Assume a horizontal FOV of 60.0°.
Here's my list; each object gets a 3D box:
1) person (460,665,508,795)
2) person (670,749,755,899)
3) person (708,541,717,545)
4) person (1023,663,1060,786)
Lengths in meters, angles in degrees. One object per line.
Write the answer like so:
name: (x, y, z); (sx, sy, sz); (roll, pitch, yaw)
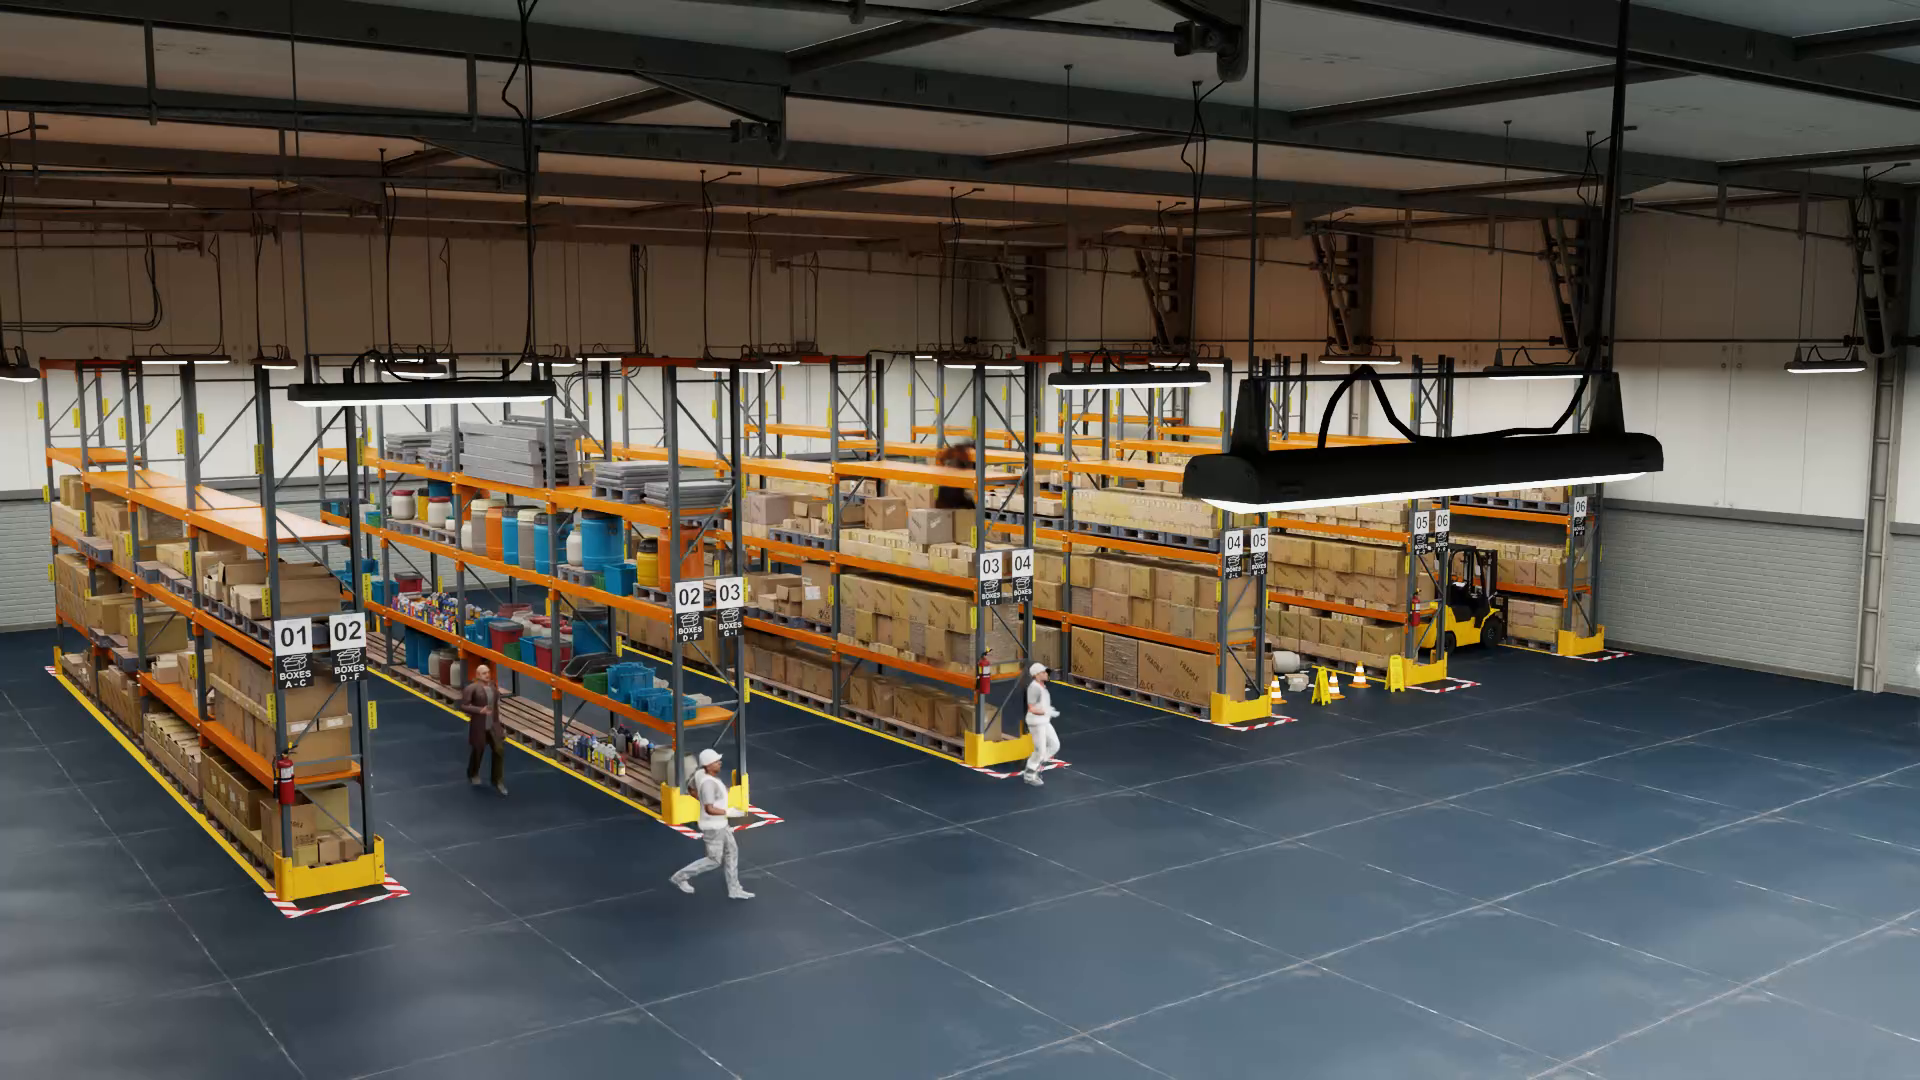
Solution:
person: (-6.715, 2.665, 23.365); (0.684, 1.830, 0.863); (-6, 9, -43)
person: (-2.801, 3.219, 18.758); (0.949, 1.772, 0.695); (-1, 7, -11)
person: (-5.853, 0.836, 39.100); (0.644, 1.619, 0.510); (-2, 7, -18)
person: (1.182, 2.616, 23.648); (0.552, 1.756, 0.658); (2, 7, 16)
